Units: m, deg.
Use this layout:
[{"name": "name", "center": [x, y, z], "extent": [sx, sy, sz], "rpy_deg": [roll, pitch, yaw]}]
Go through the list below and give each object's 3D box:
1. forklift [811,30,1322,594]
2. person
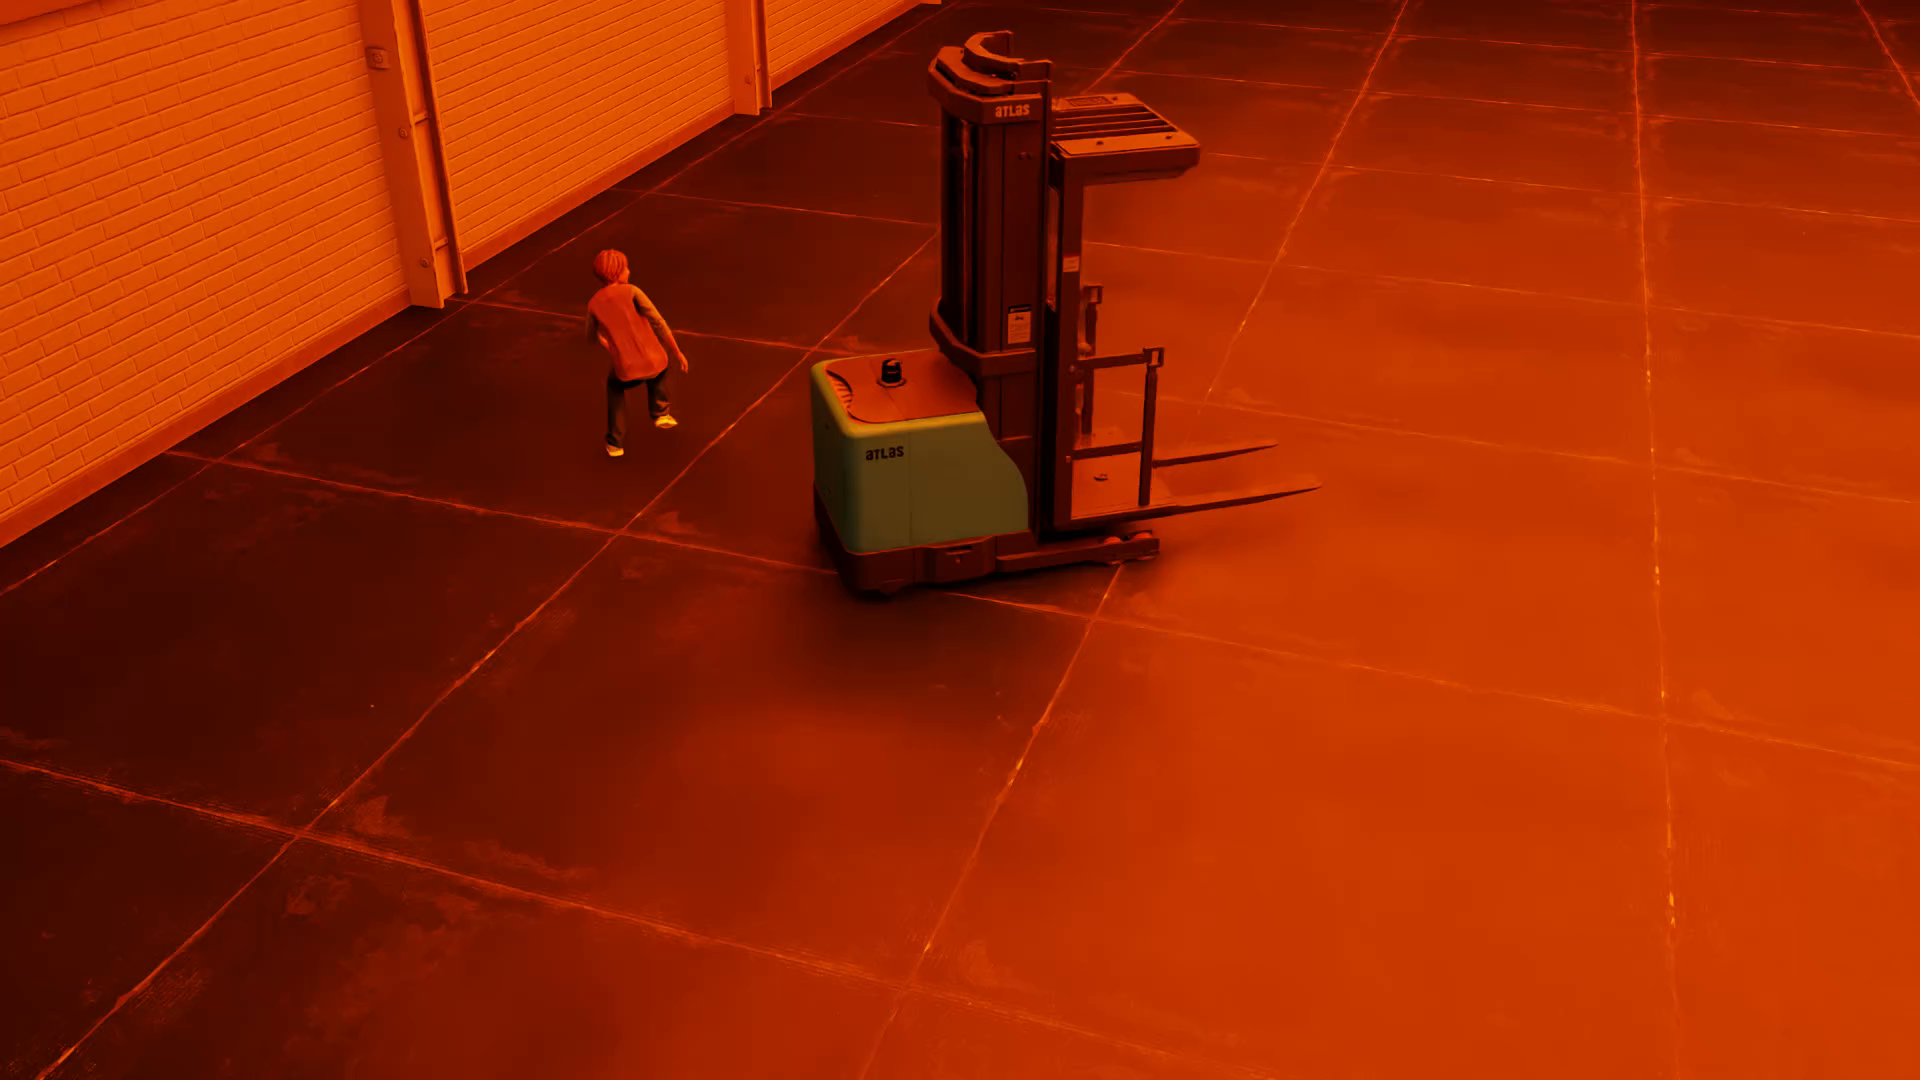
[{"name": "forklift", "center": [0.685, -1.365, 9.532], "extent": [3.031, 2.935, 1.130], "rpy_deg": [-8, 31, -14]}, {"name": "person", "center": [-2.102, -1.239, 10.829], "extent": [0.649, 1.356, 0.641], "rpy_deg": [-4, 30, -7]}]
